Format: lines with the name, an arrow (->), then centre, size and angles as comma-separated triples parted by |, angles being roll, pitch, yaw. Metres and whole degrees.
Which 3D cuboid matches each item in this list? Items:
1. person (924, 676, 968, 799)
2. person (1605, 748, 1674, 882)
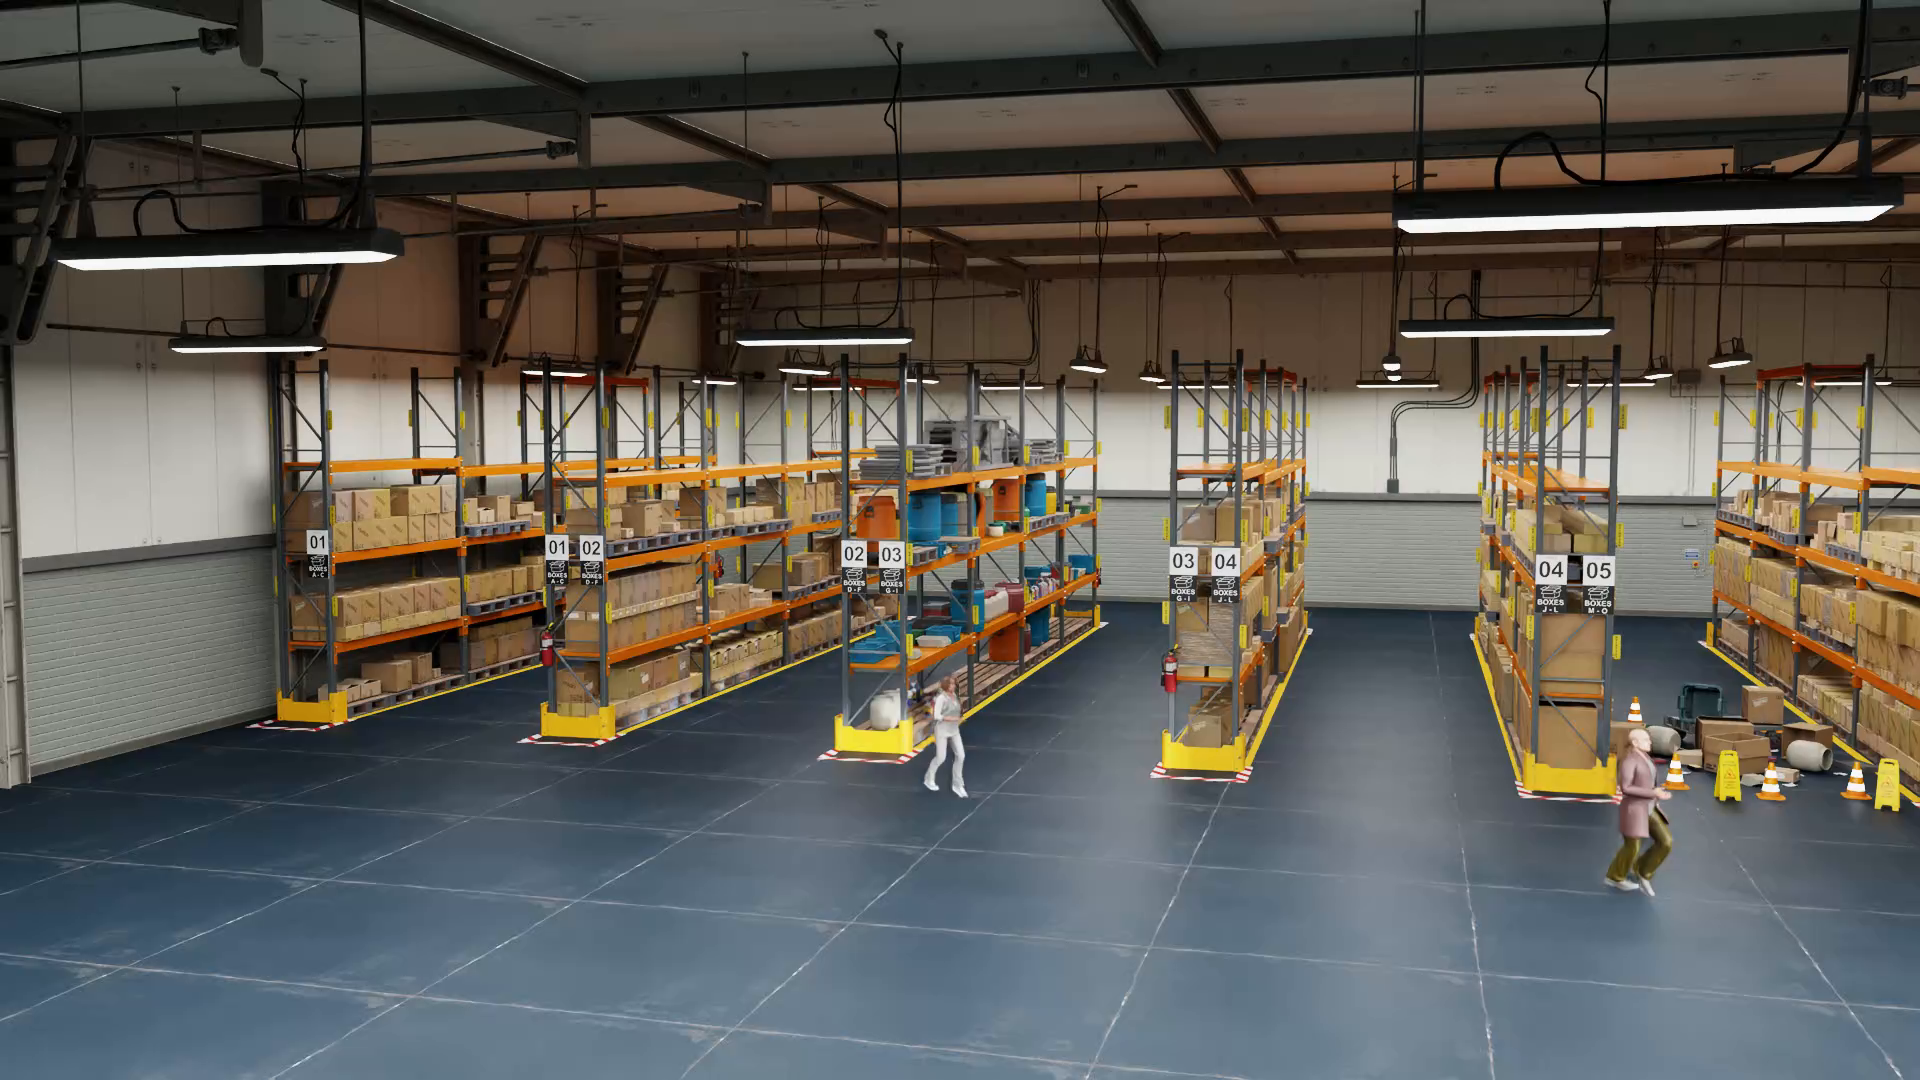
person -> -0.198, 2.618, 22.148 | 0.726, 1.642, 0.526 | 4, 6, 43
person -> 7.131, 2.908, 17.494 | 0.681, 1.462, 0.649 | -3, 5, -38
